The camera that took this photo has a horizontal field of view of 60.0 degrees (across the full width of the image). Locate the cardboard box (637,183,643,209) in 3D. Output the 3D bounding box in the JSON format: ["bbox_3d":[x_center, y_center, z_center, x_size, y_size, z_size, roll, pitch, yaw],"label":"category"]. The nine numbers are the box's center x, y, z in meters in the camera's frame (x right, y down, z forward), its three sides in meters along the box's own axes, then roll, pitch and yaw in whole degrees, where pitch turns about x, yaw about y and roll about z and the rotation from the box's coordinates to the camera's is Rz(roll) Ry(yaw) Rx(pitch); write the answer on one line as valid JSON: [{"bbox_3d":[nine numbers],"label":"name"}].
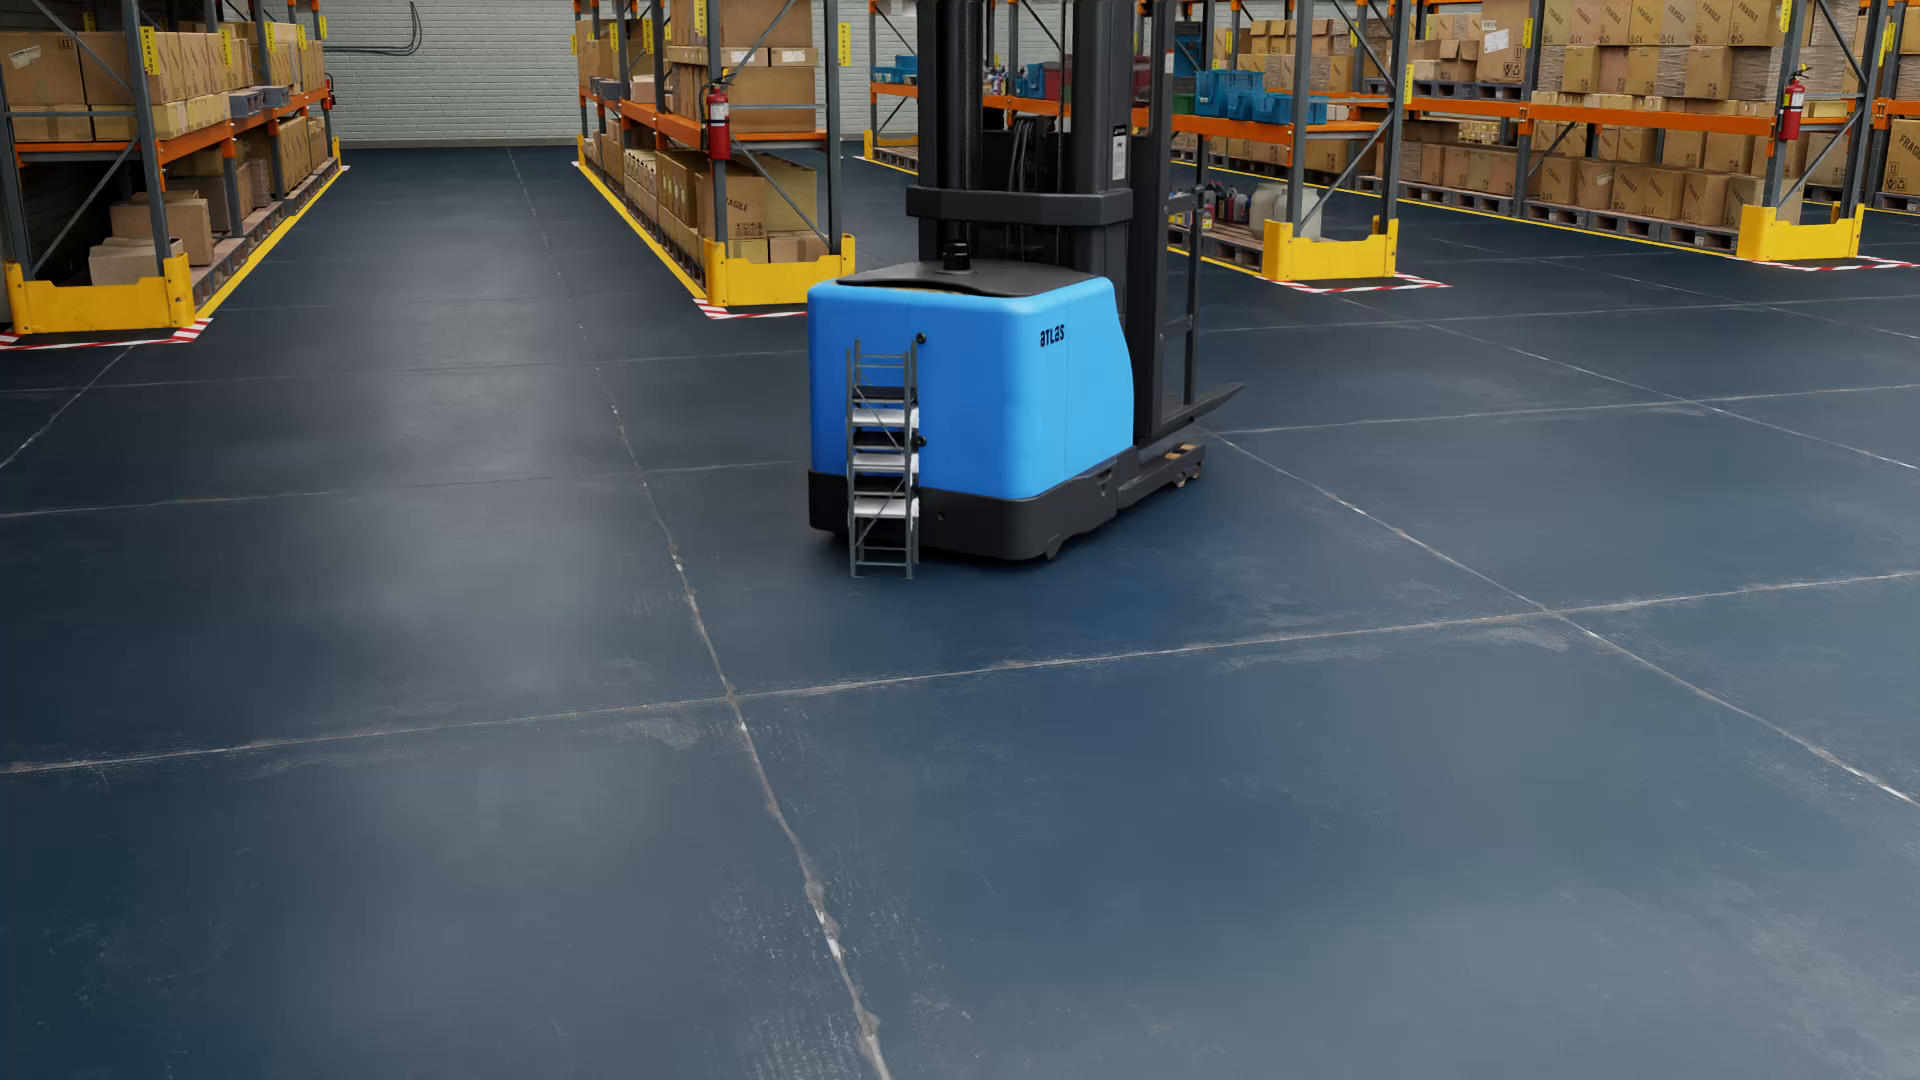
[{"bbox_3d":[-3.347,-3.868,18.665,0.500,0.250,0.500,-4,17,-14],"label":"cardboard box"}]

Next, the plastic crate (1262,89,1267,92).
[{"bbox_3d":[2.791,-4.505,16.992,0.499,0.251,0.616,-5,17,-15],"label":"plastic crate"}]

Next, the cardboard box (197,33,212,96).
[{"bbox_3d":[-6.602,-3.990,13.943,0.500,0.500,0.500,-5,17,-17],"label":"cardboard box"}]

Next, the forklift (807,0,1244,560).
[{"bbox_3d":[0.520,-1.701,7.519,1.130,2.935,3.031,9,19,27],"label":"forklift"}]

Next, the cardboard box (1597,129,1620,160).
[{"bbox_3d":[10.115,-6.032,25.434,0.500,0.500,0.500,-4,17,-13],"label":"cardboard box"}]

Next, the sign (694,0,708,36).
[{"bbox_3d":[-1.964,-3.992,12.604,0.100,0.325,0.005,-5,17,-15],"label":"sign"}]

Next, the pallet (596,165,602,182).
[{"bbox_3d":[-4.924,-5.537,25.019,1.003,0.211,1.213,-5,17,-15],"label":"pallet"}]

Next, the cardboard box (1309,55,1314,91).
[{"bbox_3d":[5.238,-6.805,24.219,0.500,0.500,0.500,-5,18,-17],"label":"cardboard box"}]

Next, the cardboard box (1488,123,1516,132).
[{"bbox_3d":[9.238,-7.028,28.325,0.380,0.149,0.250,-4,17,-14],"label":"cardboard box"}]

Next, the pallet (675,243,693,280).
[{"bbox_3d":[-2.020,-2.573,15.151,1.003,0.211,1.213,-5,17,-15],"label":"pallet"}]

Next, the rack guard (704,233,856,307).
[{"bbox_3d":[-1.432,-2.160,13.273,1.175,0.500,0.348,-5,17,-15],"label":"rack guard"}]

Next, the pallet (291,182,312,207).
[{"bbox_3d":[-8.875,-4.409,21.263,1.003,0.211,1.213,-5,17,-15],"label":"pallet"}]

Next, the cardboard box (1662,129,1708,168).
[{"bbox_3d":[10.767,-5.671,23.797,1.050,0.750,0.750,-5,17,-16],"label":"cardboard box"}]

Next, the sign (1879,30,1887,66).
[{"bbox_3d":[8.609,-4.603,15.557,0.100,0.325,0.005,-5,17,-15],"label":"sign"}]

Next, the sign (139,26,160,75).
[{"bbox_3d":[-5.679,-3.428,11.646,0.100,0.325,0.005,-5,17,-15],"label":"sign"}]

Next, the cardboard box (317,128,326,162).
[{"bbox_3d":[-10.171,-6.076,25.582,0.700,0.500,0.500,-5,17,-15],"label":"cardboard box"}]

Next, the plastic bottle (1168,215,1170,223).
[{"bbox_3d":[2.156,-3.342,16.965,0.097,0.201,0.097,0,17,0],"label":"plastic bottle"}]

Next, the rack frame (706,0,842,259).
[{"bbox_3d":[-1.438,-3.363,12.935,1.000,3.000,0.127,-5,17,-15],"label":"rack frame"}]

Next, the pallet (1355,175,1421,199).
[{"bbox_3d":[6.102,-4.807,22.587,1.003,0.211,1.213,-5,17,-15],"label":"pallet"}]

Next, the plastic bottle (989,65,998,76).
[{"bbox_3d":[0.507,-6.759,24.324,0.144,0.351,0.185,-5,17,-15],"label":"plastic bottle"}]

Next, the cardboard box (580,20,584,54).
[{"bbox_3d":[-5.683,-7.890,26.091,0.500,0.500,0.500,-4,17,-14],"label":"cardboard box"}]

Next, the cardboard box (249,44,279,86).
[{"bbox_3d":[-8.286,-5.538,19.449,0.500,0.500,0.500,-4,17,-14],"label":"cardboard box"}]

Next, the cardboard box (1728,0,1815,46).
[{"bbox_3d":[7.699,-4.947,15.779,0.500,0.500,0.500,-5,17,-15],"label":"cardboard box"}]

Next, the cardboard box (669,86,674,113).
[{"bbox_3d":[-2.715,-4.531,17.082,0.500,0.250,0.500,-4,17,-12],"label":"cardboard box"}]

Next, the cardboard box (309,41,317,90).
[{"bbox_3d":[-10.036,-6.988,24.480,0.980,0.700,0.700,-6,18,-18],"label":"cardboard box"}]

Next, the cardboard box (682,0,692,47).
[{"bbox_3d":[-2.132,-4.739,15.084,0.700,0.500,0.500,-5,17,-15],"label":"cardboard box"}]

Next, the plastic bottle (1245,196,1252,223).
[{"bbox_3d":[2.949,-3.363,16.910,0.097,0.271,0.097,0,17,0],"label":"plastic bottle"}]

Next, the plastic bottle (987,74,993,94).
[{"bbox_3d":[0.421,-6.188,22.563,0.097,0.271,0.097,0,17,0],"label":"plastic bottle"}]

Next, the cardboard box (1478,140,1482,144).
[{"bbox_3d":[9.160,-6.825,28.684,0.380,0.149,0.250,-4,17,-14],"label":"cardboard box"}]

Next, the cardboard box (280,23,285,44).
[{"bbox_3d":[-8.712,-6.316,20.735,0.500,0.250,0.500,-5,17,-16],"label":"cardboard box"}]

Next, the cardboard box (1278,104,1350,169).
[{"bbox_3d":[5.482,-5.982,24.615,1.225,0.875,0.875,-5,17,-15],"label":"cardboard box"}]

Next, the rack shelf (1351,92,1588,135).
[{"bbox_3d":[6.439,-5.461,21.168,1.077,0.370,4.000,-5,17,-15],"label":"rack shelf"}]

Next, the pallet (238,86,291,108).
[{"bbox_3d":[-8.100,-4.903,18.394,1.213,0.211,1.003,-5,17,-15],"label":"pallet"}]

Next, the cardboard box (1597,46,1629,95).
[{"bbox_3d":[7.390,-5.042,17.831,0.875,0.500,0.500,-5,17,-15],"label":"cardboard box"}]

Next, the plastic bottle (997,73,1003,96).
[{"bbox_3d":[0.542,-6.053,22.092,0.061,0.283,0.133,-5,17,-15],"label":"plastic bottle"}]

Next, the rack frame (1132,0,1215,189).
[{"bbox_3d":[2.226,-4.860,17.919,1.000,3.000,0.127,-5,17,-15],"label":"rack frame"}]

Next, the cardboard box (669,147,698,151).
[{"bbox_3d":[-3.256,-4.604,20.139,0.500,0.311,0.500,-4,17,-14],"label":"cardboard box"}]

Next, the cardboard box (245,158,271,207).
[{"bbox_3d":[-8.151,-4.002,18.642,0.700,0.500,0.500,-4,17,-14],"label":"cardboard box"}]

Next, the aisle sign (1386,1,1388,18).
[{"bbox_3d":[8.179,-10.177,31.099,0.394,0.787,0.004,-5,17,-15],"label":"aisle sign"}]

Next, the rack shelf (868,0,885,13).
[{"bbox_3d":[-0.522,-8.719,26.799,1.077,0.370,4.000,-5,17,-15],"label":"rack shelf"}]

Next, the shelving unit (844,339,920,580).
[{"bbox_3d":[-0.296,-0.308,6.415,0.258,0.900,0.210,2,17,6],"label":"shelving unit"}]

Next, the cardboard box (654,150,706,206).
[{"bbox_3d":[-2.711,-3.560,16.336,0.500,0.500,0.500,-5,17,-15],"label":"cardboard box"}]

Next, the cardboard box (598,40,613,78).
[{"bbox_3d":[-4.571,-6.598,22.799,0.700,0.500,0.500,-2,17,-6],"label":"cardboard box"}]

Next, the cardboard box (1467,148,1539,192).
[{"bbox_3d":[6.727,-4.571,20.534,0.700,0.500,0.500,-5,17,-16],"label":"cardboard box"}]

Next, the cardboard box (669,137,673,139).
[{"bbox_3d":[-4.060,-5.306,22.983,0.500,0.500,0.500,-4,17,-15],"label":"cardboard box"}]

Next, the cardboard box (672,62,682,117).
[{"bbox_3d":[-2.410,-4.395,16.197,0.700,0.500,0.500,-5,17,-17],"label":"cardboard box"}]

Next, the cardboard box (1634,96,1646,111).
[{"bbox_3d":[7.296,-4.569,17.385,0.380,0.149,0.250,-5,17,-15],"label":"cardboard box"}]

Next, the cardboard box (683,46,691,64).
[{"bbox_3d":[-2.292,-4.383,15.027,0.380,0.149,0.250,-5,17,-17],"label":"cardboard box"}]

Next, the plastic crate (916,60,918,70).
[{"bbox_3d":[-0.429,-7.197,25.619,0.392,0.384,0.575,-5,17,-15],"label":"plastic crate"}]

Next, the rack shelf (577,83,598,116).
[{"bbox_3d":[-5.286,-6.891,25.930,1.077,0.370,4.000,-5,17,-15],"label":"rack shelf"}]

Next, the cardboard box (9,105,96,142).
[{"bbox_3d":[-6.515,-3.022,12.026,0.500,0.250,0.500,-4,17,-14],"label":"cardboard box"}]
